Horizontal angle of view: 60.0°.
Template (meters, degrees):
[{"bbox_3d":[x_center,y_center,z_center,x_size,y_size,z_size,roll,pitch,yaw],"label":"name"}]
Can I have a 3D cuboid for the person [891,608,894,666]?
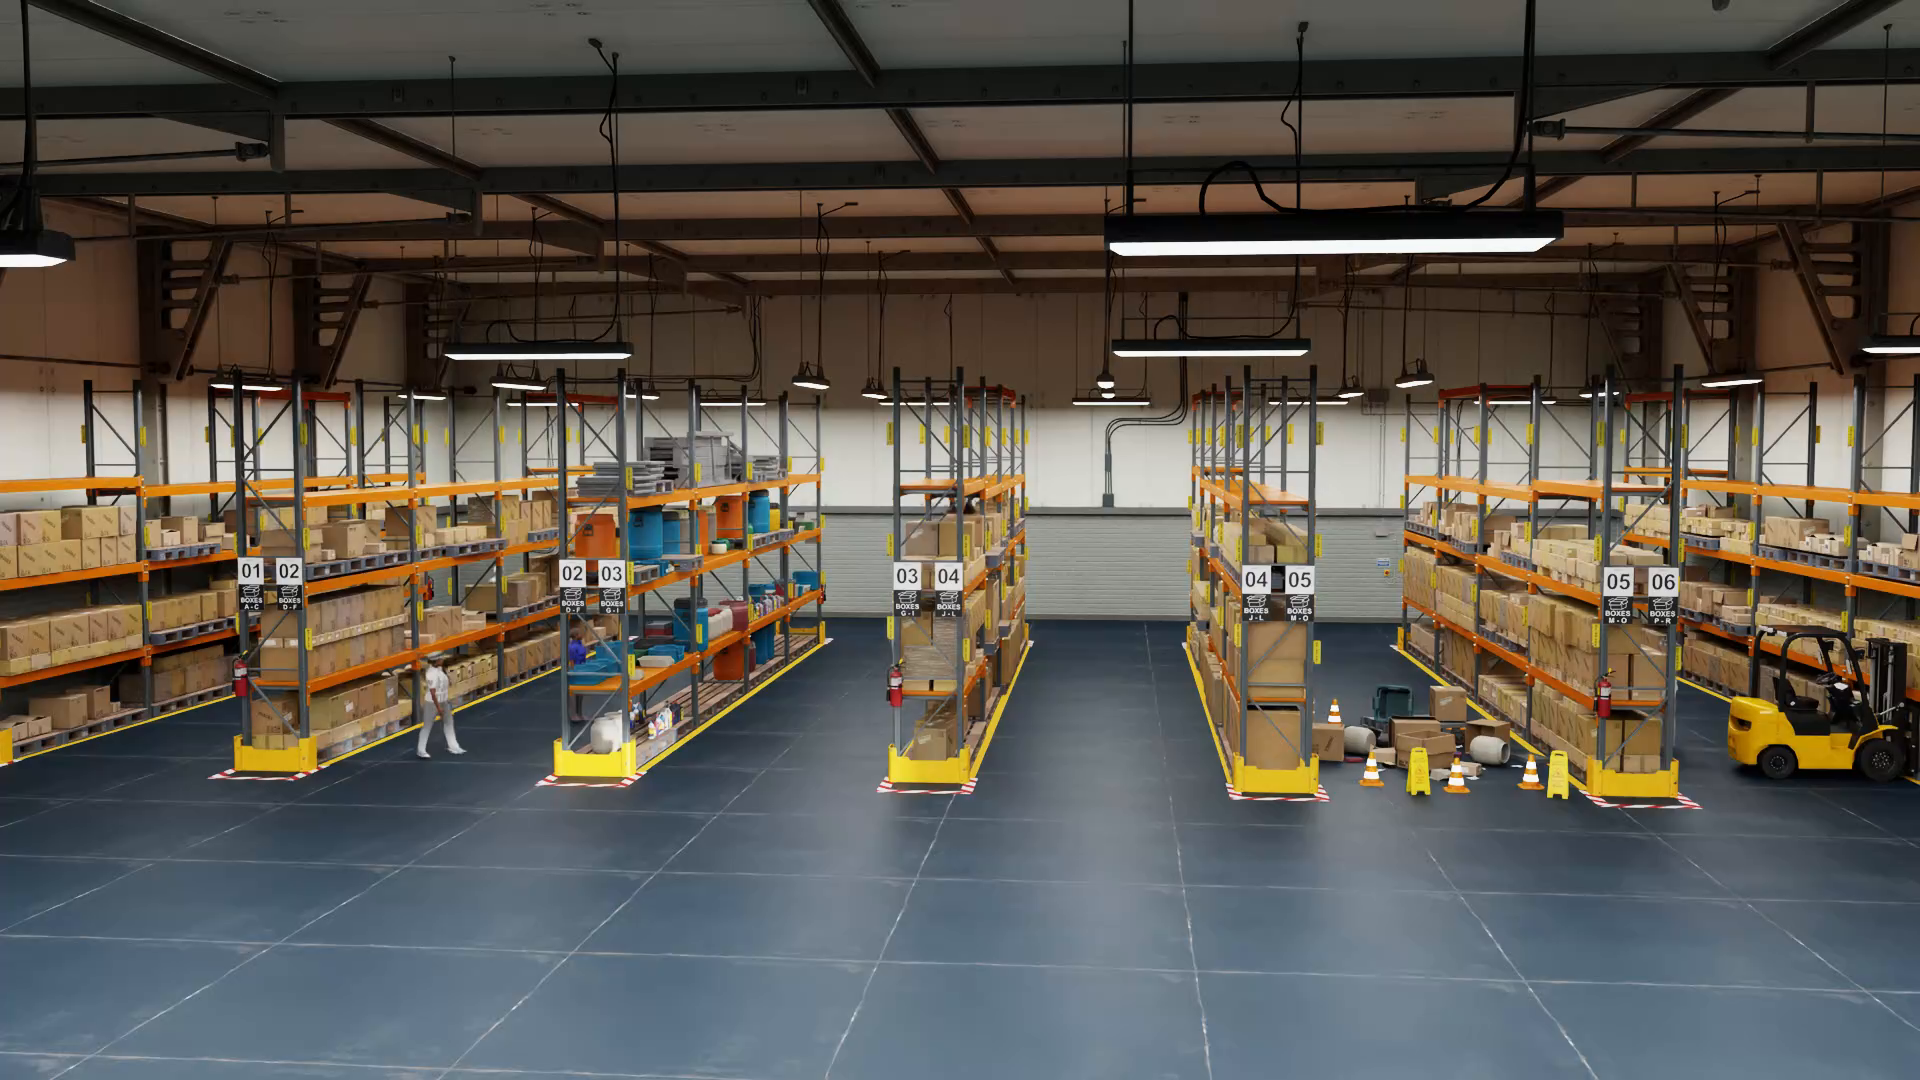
[{"bbox_3d":[-1.189,1.846,34.324,0.567,1.545,1.030,0,4,6],"label":"person"}]

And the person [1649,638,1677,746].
[{"bbox_3d":[11.332,2.465,26.832,0.587,1.790,0.409,-2,4,-32],"label":"person"}]

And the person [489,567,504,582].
[{"bbox_3d":[-11.679,1.518,42.127,0.628,1.724,1.074,0,4,-6],"label":"person"}]

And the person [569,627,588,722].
[{"bbox_3d":[-6.729,2.359,29.277,0.351,1.661,0.507,1,4,19],"label":"person"}]

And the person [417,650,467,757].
[{"bbox_3d":[-8.158,2.558,26.061,0.558,1.693,0.682,1,4,18],"label":"person"}]
